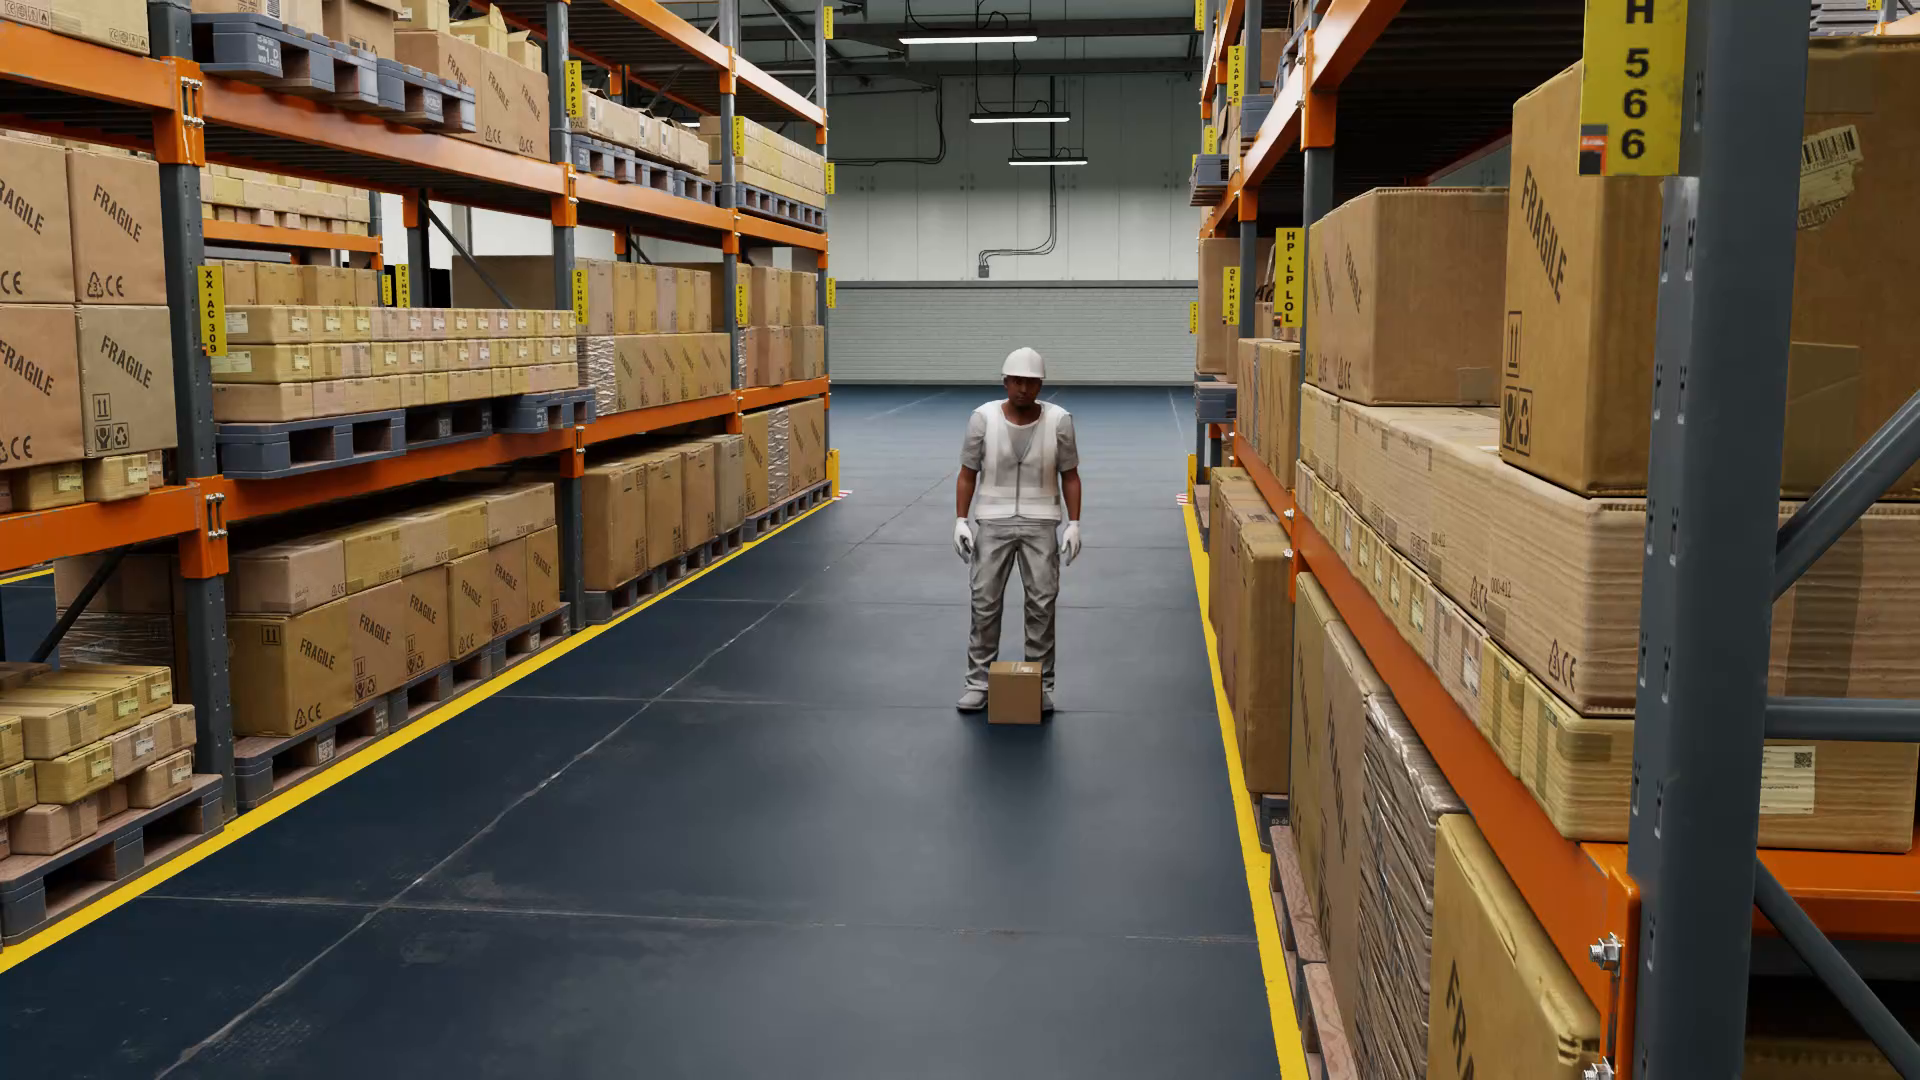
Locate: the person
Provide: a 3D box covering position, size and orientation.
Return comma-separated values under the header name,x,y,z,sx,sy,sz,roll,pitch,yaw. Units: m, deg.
name,x,y,z,sx,sy,sz,roll,pitch,yaw
person,0.283,-0.049,8.127,0.625,1.773,0.452,0,8,3
